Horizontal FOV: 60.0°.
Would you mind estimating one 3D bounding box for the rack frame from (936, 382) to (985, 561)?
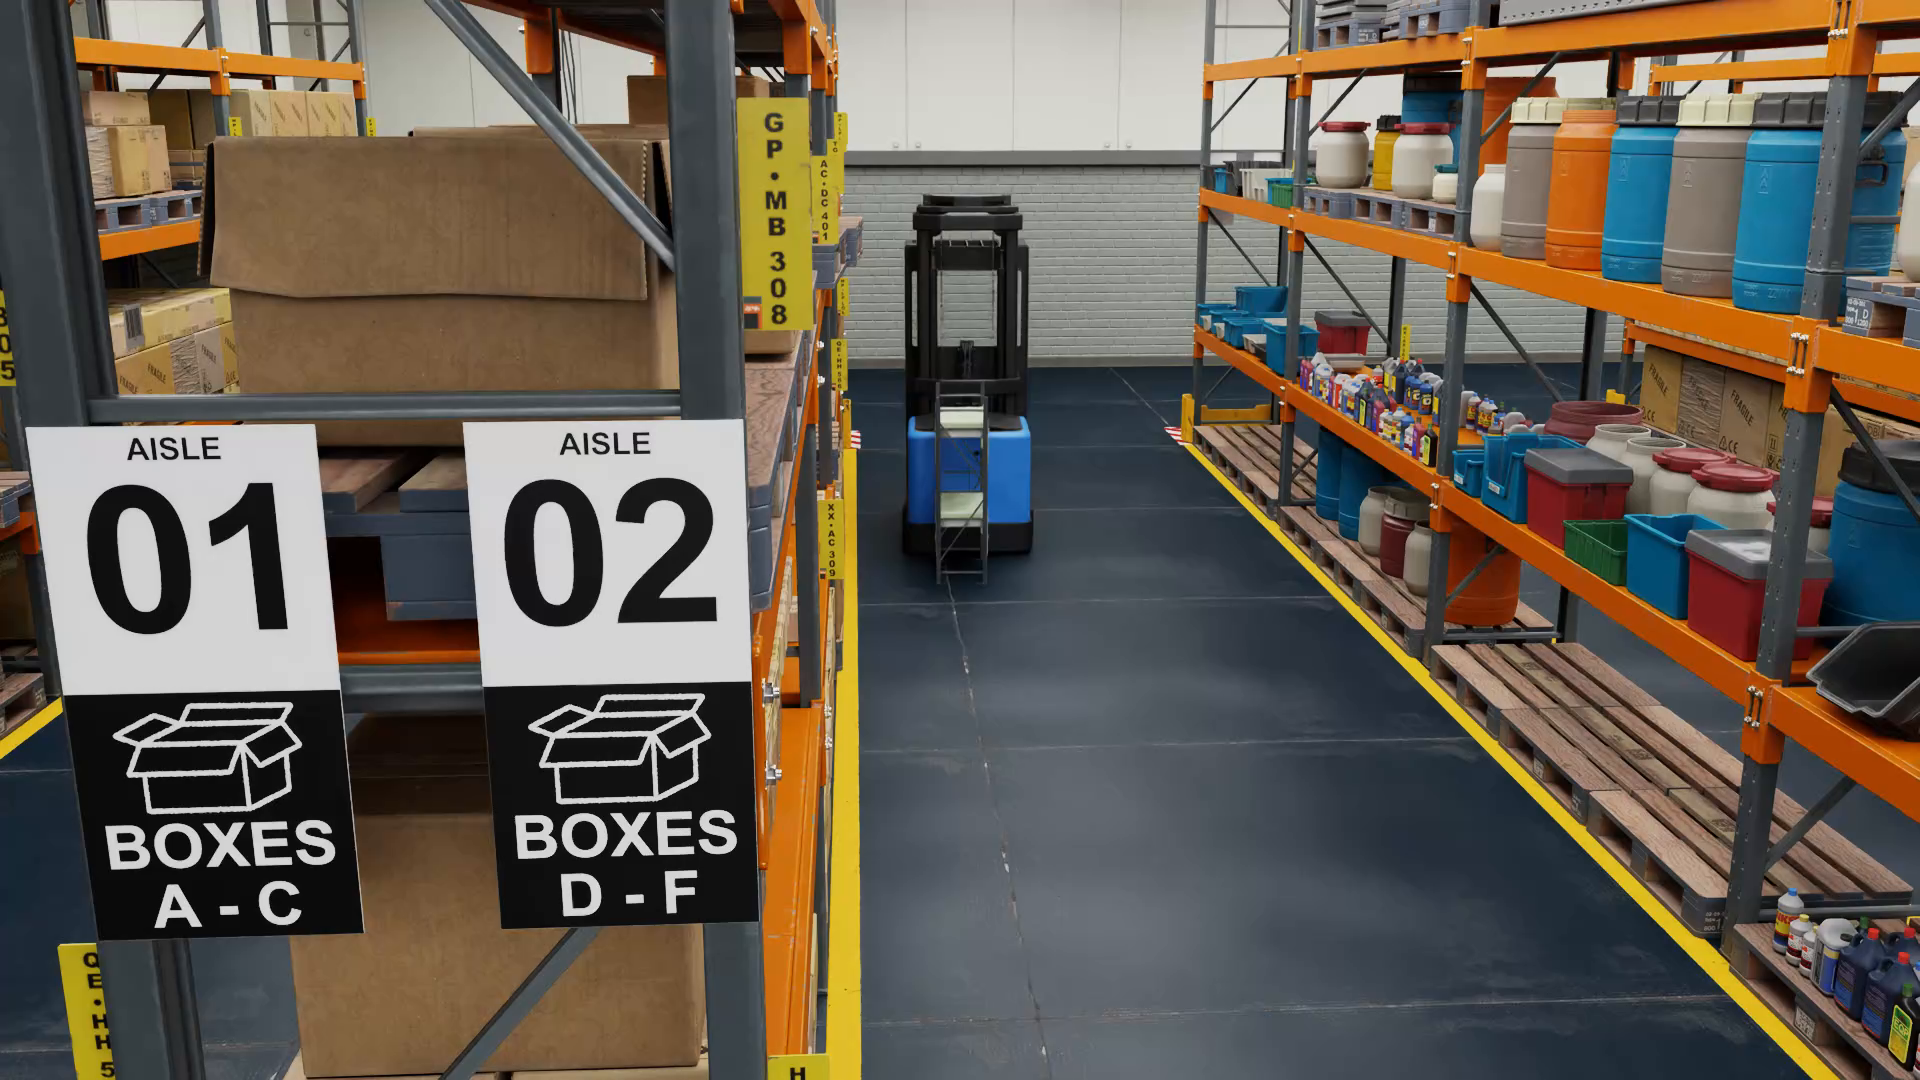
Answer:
[{"bbox_3d":[0.002,-0.553,13.665,0.400,1.500,0.023,0,14,-1],"label":"rack frame"}]

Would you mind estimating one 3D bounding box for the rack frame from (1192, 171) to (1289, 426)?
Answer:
[{"bbox_3d":[3.136,-2.595,18.593,1.000,3.000,0.127,-1,14,-3],"label":"rack frame"}]

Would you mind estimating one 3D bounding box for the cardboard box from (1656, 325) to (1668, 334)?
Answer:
[{"bbox_3d":[7.806,-2.329,18.063,0.380,0.149,0.250,-1,14,-5],"label":"cardboard box"}]

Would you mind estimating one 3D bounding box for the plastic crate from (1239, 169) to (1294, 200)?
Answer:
[{"bbox_3d":[2.965,-3.434,16.073,0.437,0.282,0.530,-1,14,-3],"label":"plastic crate"}]

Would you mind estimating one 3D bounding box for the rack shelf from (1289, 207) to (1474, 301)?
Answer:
[{"bbox_3d":[3.508,-2.207,12.509,1.077,0.370,4.000,-1,14,-3],"label":"rack shelf"}]

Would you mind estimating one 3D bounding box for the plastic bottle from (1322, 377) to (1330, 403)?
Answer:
[{"bbox_3d":[3.041,-1.239,13.719,0.097,0.201,0.097,0,14,0],"label":"plastic bottle"}]

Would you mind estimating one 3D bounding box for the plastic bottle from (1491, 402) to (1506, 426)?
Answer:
[{"bbox_3d":[3.922,-0.868,12.115,0.061,0.283,0.133,-1,14,-3],"label":"plastic bottle"}]

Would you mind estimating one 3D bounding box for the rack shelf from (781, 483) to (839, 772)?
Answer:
[{"bbox_3d":[-1.188,0.316,8.723,1.077,0.370,4.000,-1,14,-3],"label":"rack shelf"}]

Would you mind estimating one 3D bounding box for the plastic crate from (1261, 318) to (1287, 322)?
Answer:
[{"bbox_3d":[3.367,-2.296,17.841,0.396,0.136,0.243,-1,14,-3],"label":"plastic crate"}]

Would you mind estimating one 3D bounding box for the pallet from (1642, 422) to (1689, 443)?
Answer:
[{"bbox_3d":[8.207,-1.123,18.469,1.003,0.211,1.213,-1,14,-3],"label":"pallet"}]

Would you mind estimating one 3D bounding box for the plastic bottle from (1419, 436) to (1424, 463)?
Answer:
[{"bbox_3d":[3.192,-0.632,11.363,0.097,0.201,0.097,0,14,0],"label":"plastic bottle"}]

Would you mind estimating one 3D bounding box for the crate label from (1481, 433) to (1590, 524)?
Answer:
[{"bbox_3d":[3.423,-0.371,9.879,0.502,0.435,0.616,-1,14,-3],"label":"crate label"}]

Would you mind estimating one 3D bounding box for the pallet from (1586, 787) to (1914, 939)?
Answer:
[{"bbox_3d":[3.792,1.545,8.098,1.003,0.211,1.213,-1,14,-3],"label":"pallet"}]

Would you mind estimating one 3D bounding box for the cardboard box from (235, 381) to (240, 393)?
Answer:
[{"bbox_3d":[-6.201,-1.256,13.851,0.380,0.149,0.250,-1,14,-3],"label":"cardboard box"}]

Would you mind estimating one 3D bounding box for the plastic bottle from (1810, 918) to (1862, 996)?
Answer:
[{"bbox_3d":[3.509,1.661,6.633,0.152,0.276,0.135,0,14,-1],"label":"plastic bottle"}]

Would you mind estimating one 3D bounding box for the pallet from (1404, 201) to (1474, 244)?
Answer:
[{"bbox_3d":[3.682,-2.158,11.255,1.003,0.211,1.213,-1,14,-3],"label":"pallet"}]

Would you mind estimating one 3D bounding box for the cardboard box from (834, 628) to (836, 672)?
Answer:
[{"bbox_3d":[-1.036,0.725,10.363,0.500,0.250,0.500,-1,14,-2],"label":"cardboard box"}]

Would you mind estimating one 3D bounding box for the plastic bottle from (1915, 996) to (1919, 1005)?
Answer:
[{"bbox_3d":[3.574,1.788,6.151,0.097,0.271,0.097,0,14,0],"label":"plastic bottle"}]

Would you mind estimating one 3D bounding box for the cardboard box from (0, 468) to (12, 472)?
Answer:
[{"bbox_3d":[-6.046,-0.426,10.626,0.380,0.149,0.250,-1,14,-4],"label":"cardboard box"}]

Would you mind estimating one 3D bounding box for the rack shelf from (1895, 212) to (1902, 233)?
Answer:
[{"bbox_3d":[8.451,-2.284,12.806,1.077,0.370,4.000,-1,14,-3],"label":"rack shelf"}]

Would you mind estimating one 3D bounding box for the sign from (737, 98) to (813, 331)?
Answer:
[{"bbox_3d":[-0.262,-0.462,2.368,0.100,0.325,0.005,-1,14,-3],"label":"sign"}]

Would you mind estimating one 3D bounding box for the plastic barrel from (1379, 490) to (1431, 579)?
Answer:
[{"bbox_3d":[3.514,-0.043,12.671,0.600,0.588,0.708,-1,14,-3],"label":"plastic barrel"}]

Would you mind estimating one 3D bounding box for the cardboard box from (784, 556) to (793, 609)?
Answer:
[{"bbox_3d":[-0.834,0.167,6.357,0.380,0.149,0.250,-1,14,-3],"label":"cardboard box"}]

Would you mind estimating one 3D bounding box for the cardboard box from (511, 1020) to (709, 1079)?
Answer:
[{"bbox_3d":[-0.626,0.996,3.132,0.380,0.149,0.250,-1,14,-4],"label":"cardboard box"}]

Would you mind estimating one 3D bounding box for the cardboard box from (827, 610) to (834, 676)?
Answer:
[{"bbox_3d":[-0.995,0.582,9.793,0.500,0.311,0.500,-1,14,-4],"label":"cardboard box"}]

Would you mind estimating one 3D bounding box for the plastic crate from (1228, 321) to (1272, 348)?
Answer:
[{"bbox_3d":[2.923,-2.074,16.785,0.416,0.233,0.300,-1,14,-3],"label":"plastic crate"}]

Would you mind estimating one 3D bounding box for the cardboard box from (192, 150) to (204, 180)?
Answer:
[{"bbox_3d":[-6.284,-3.255,14.396,0.500,0.250,0.500,-1,14,-4],"label":"cardboard box"}]

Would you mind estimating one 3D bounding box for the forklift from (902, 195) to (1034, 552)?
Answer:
[{"bbox_3d":[0.053,-1.631,14.985,1.130,2.935,3.031,0,14,-1],"label":"forklift"}]

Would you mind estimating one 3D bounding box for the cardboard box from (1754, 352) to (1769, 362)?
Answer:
[{"bbox_3d":[7.934,-1.818,16.075,0.380,0.149,0.250,-1,14,-2],"label":"cardboard box"}]

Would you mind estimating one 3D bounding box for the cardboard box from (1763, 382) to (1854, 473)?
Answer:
[{"bbox_3d":[8.366,-1.017,15.879,0.875,0.875,0.875,-1,14,-3],"label":"cardboard box"}]

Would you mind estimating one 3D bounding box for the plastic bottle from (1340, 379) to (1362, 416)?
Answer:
[{"bbox_3d":[3.104,-1.131,13.152,0.152,0.276,0.135,-1,14,-3],"label":"plastic bottle"}]

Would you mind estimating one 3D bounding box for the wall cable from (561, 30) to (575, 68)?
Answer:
[{"bbox_3d":[-4.046,-7.744,22.659,3.097,2.526,0.112,-1,14,-3],"label":"wall cable"}]

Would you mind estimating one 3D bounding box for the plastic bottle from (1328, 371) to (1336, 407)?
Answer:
[{"bbox_3d":[3.036,-1.225,13.502,0.061,0.283,0.133,-1,14,-3],"label":"plastic bottle"}]

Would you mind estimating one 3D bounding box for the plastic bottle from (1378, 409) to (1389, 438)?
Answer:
[{"bbox_3d":[3.135,-0.859,12.244,0.097,0.201,0.097,0,14,0],"label":"plastic bottle"}]

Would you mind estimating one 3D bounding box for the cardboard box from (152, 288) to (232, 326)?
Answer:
[{"bbox_3d":[-6.220,-1.900,13.550,0.500,0.250,0.500,-1,14,-2],"label":"cardboard box"}]

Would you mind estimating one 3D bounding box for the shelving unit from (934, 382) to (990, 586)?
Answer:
[{"bbox_3d":[0.008,-0.462,13.311,0.431,1.500,0.755,0,14,-1],"label":"shelving unit"}]

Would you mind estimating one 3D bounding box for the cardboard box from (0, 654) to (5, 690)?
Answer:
[{"bbox_3d":[-6.160,0.723,9.829,0.700,0.500,0.500,-1,14,-3],"label":"cardboard box"}]

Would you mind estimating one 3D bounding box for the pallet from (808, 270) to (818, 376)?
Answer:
[{"bbox_3d":[-0.986,-0.733,5.514,1.003,0.211,1.213,-1,14,-3],"label":"pallet"}]

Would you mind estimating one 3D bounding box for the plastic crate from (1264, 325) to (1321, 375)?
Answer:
[{"bbox_3d":[3.015,-1.732,15.152,0.392,0.384,0.575,-1,14,-3],"label":"plastic crate"}]

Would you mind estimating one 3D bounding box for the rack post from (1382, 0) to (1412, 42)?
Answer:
[{"bbox_3d":[3.636,-3.762,12.092,0.937,0.300,0.954,1,14,3],"label":"rack post"}]

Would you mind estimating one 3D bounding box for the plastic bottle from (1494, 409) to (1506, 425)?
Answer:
[{"bbox_3d":[3.858,-0.799,11.871,0.097,0.271,0.097,0,14,0],"label":"plastic bottle"}]

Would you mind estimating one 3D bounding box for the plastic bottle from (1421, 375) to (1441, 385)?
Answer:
[{"bbox_3d":[3.793,-1.197,13.409,0.152,0.276,0.135,-1,14,-3],"label":"plastic bottle"}]

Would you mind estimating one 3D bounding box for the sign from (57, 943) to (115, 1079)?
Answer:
[{"bbox_3d":[-1.359,0.789,2.641,0.100,0.325,0.005,-1,14,-3],"label":"sign"}]

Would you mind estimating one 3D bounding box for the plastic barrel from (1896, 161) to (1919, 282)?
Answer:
[{"bbox_3d":[3.710,-1.211,6.125,0.421,0.512,0.421,0,14,0],"label":"plastic barrel"}]

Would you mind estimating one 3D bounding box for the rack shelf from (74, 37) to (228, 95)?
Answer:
[{"bbox_3d":[-6.380,-3.313,11.591,1.077,0.370,4.000,-1,14,-3],"label":"rack shelf"}]

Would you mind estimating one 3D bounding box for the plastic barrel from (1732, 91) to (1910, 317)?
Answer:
[{"bbox_3d":[3.631,-1.429,7.036,0.600,0.901,0.708,-1,14,-3],"label":"plastic barrel"}]

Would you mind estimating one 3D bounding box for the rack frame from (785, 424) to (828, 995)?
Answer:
[{"bbox_3d":[-1.064,0.465,6.700,1.000,3.000,0.127,-1,14,-3],"label":"rack frame"}]

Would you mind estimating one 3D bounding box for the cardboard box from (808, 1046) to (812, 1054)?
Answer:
[{"bbox_3d":[-0.751,1.954,5.589,0.500,0.250,0.500,-1,14,-3],"label":"cardboard box"}]
